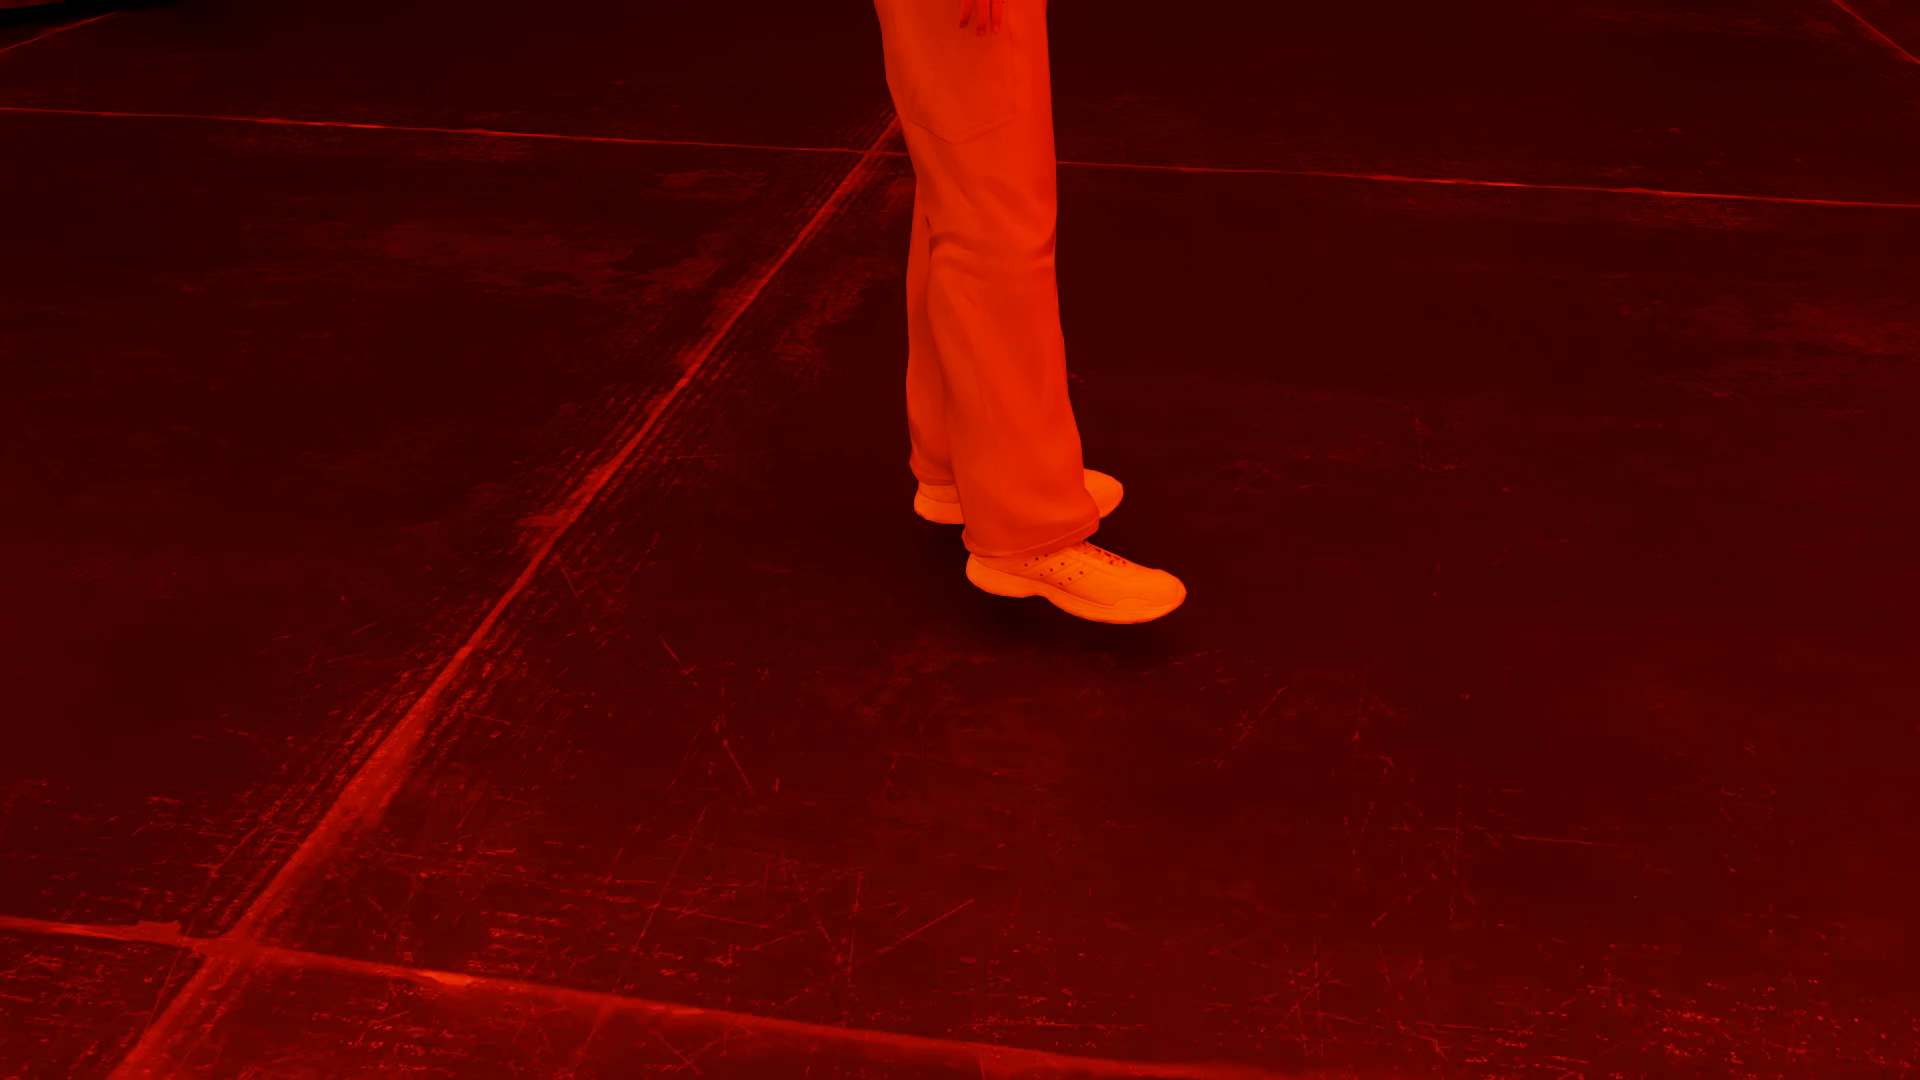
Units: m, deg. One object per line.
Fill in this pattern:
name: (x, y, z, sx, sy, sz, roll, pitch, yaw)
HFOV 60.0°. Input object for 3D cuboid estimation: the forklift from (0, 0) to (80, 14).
forklift: (-4.037, -3.595, 5.962, 1.130, 2.935, 3.031, -22, 36, -34)

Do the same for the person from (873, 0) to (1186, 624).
person: (0.070, -0.762, 2.047, 0.547, 1.673, 0.549, 5, 29, 9)
